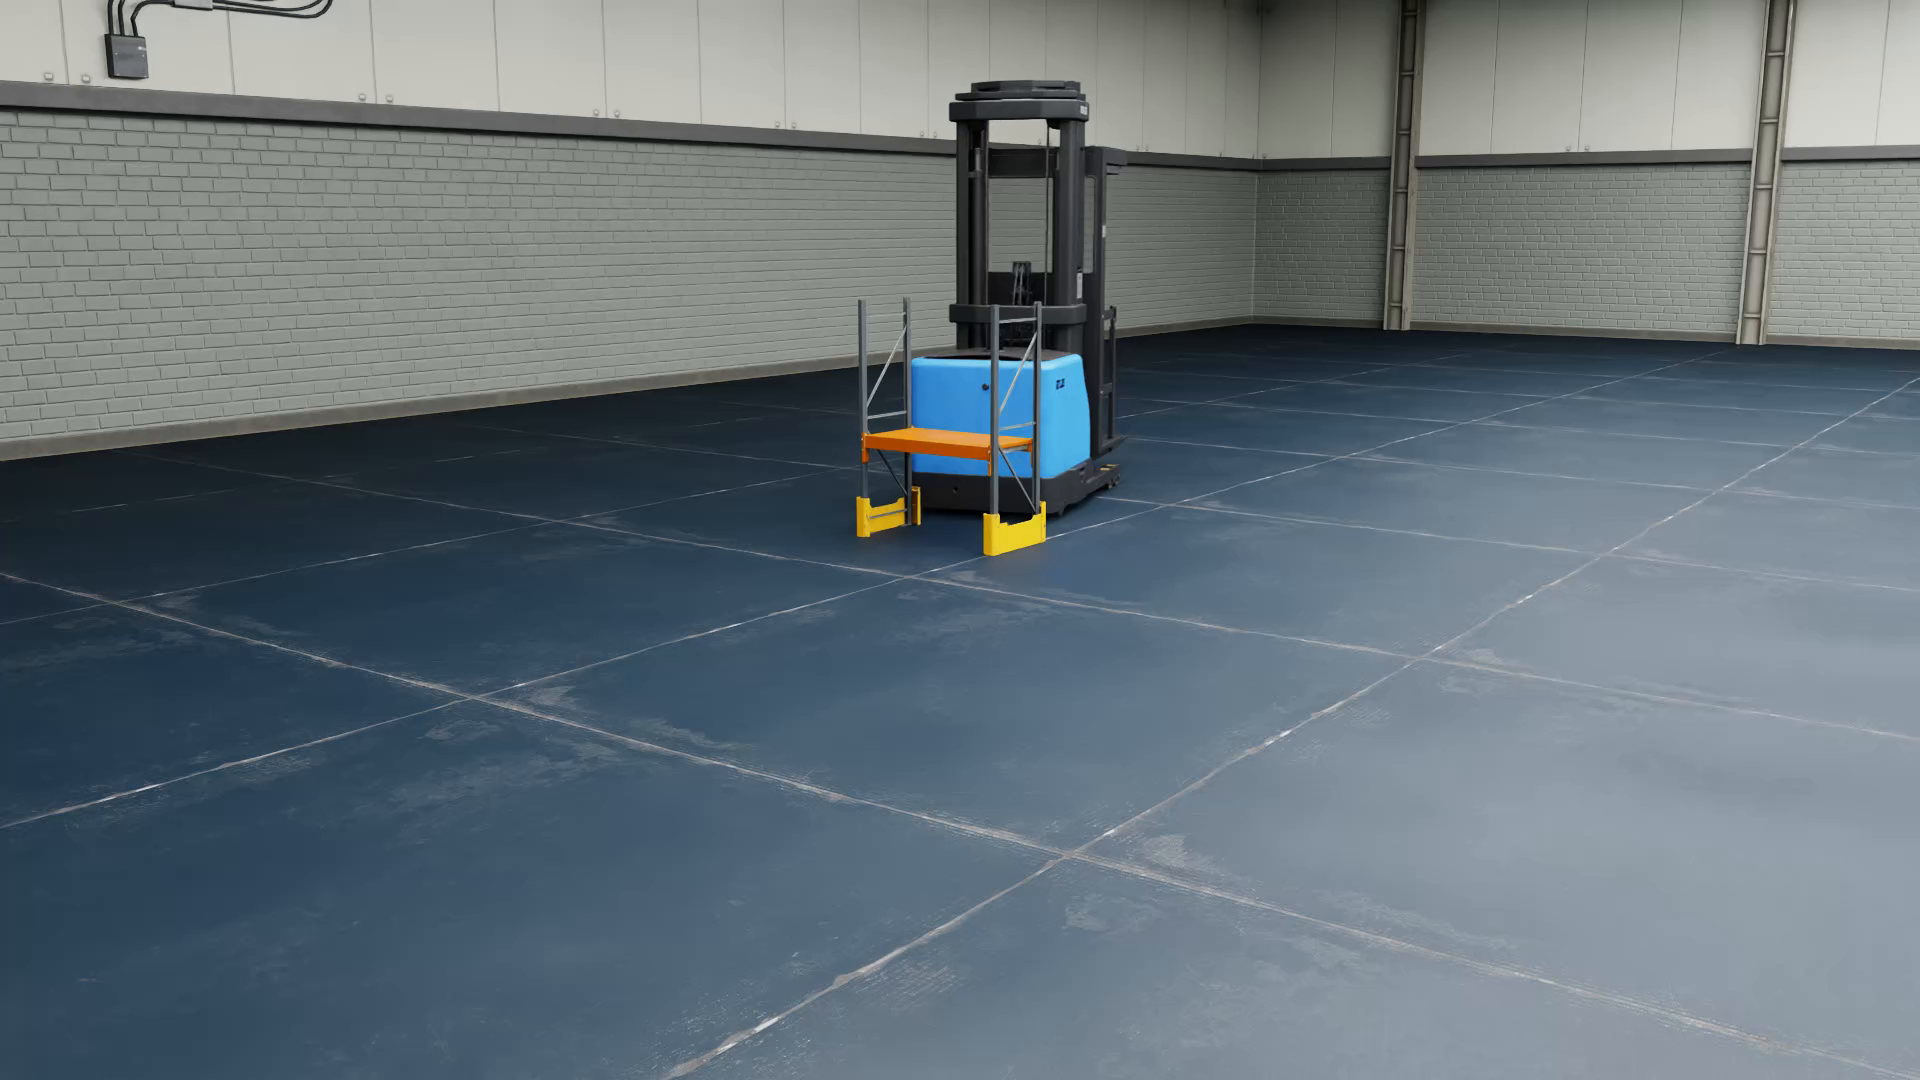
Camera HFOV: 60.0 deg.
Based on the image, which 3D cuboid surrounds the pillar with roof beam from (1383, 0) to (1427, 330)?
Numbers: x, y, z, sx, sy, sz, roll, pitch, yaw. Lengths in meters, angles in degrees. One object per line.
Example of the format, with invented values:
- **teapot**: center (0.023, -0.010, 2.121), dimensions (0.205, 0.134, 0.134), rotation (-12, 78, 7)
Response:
- **pillar with roof beam**: center (5.453, -7.618, 26.216), dimensions (0.400, 9.000, 9.100), rotation (8, 13, 36)

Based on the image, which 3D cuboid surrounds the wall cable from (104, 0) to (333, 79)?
- **wall cable**: center (-6.604, -7.110, 14.634), dimensions (0.169, 6.003, 2.305), rotation (8, 13, 36)

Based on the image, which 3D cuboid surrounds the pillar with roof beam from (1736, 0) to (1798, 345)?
- **pillar with roof beam**: center (10.289, -6.943, 22.729), dimensions (0.400, 9.000, 9.100), rotation (8, 13, 36)

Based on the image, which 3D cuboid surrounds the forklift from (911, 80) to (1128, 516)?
- **forklift**: center (0.592, -1.838, 12.312), dimensions (1.130, 2.935, 3.031), rotation (4, 12, 18)

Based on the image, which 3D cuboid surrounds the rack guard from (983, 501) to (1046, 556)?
- **rack guard**: center (0.340, -0.075, 10.261), dimensions (0.087, 0.250, 0.587), rotation (8, 13, 36)

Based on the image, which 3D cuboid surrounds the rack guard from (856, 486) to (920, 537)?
- **rack guard**: center (-0.463, -0.187, 10.840), dimensions (0.087, 0.250, 0.587), rotation (8, 13, 36)

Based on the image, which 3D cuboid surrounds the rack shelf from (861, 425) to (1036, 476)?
- **rack shelf**: center (-0.069, -0.569, 10.471), dimensions (1.000, 0.185, 0.538), rotation (8, 13, 36)

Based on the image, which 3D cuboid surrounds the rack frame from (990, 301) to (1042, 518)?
- **rack frame**: center (0.341, -0.689, 10.141), dimensions (0.032, 1.500, 0.500), rotation (8, 13, 36)

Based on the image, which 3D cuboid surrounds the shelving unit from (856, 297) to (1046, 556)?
- **shelving unit**: center (-0.061, -0.745, 10.432), dimensions (1.083, 1.500, 0.587), rotation (8, 13, 36)

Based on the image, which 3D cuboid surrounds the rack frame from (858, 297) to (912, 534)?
- **rack frame**: center (-0.478, -0.803, 10.732), dimensions (0.032, 1.500, 0.500), rotation (8, 13, 36)
